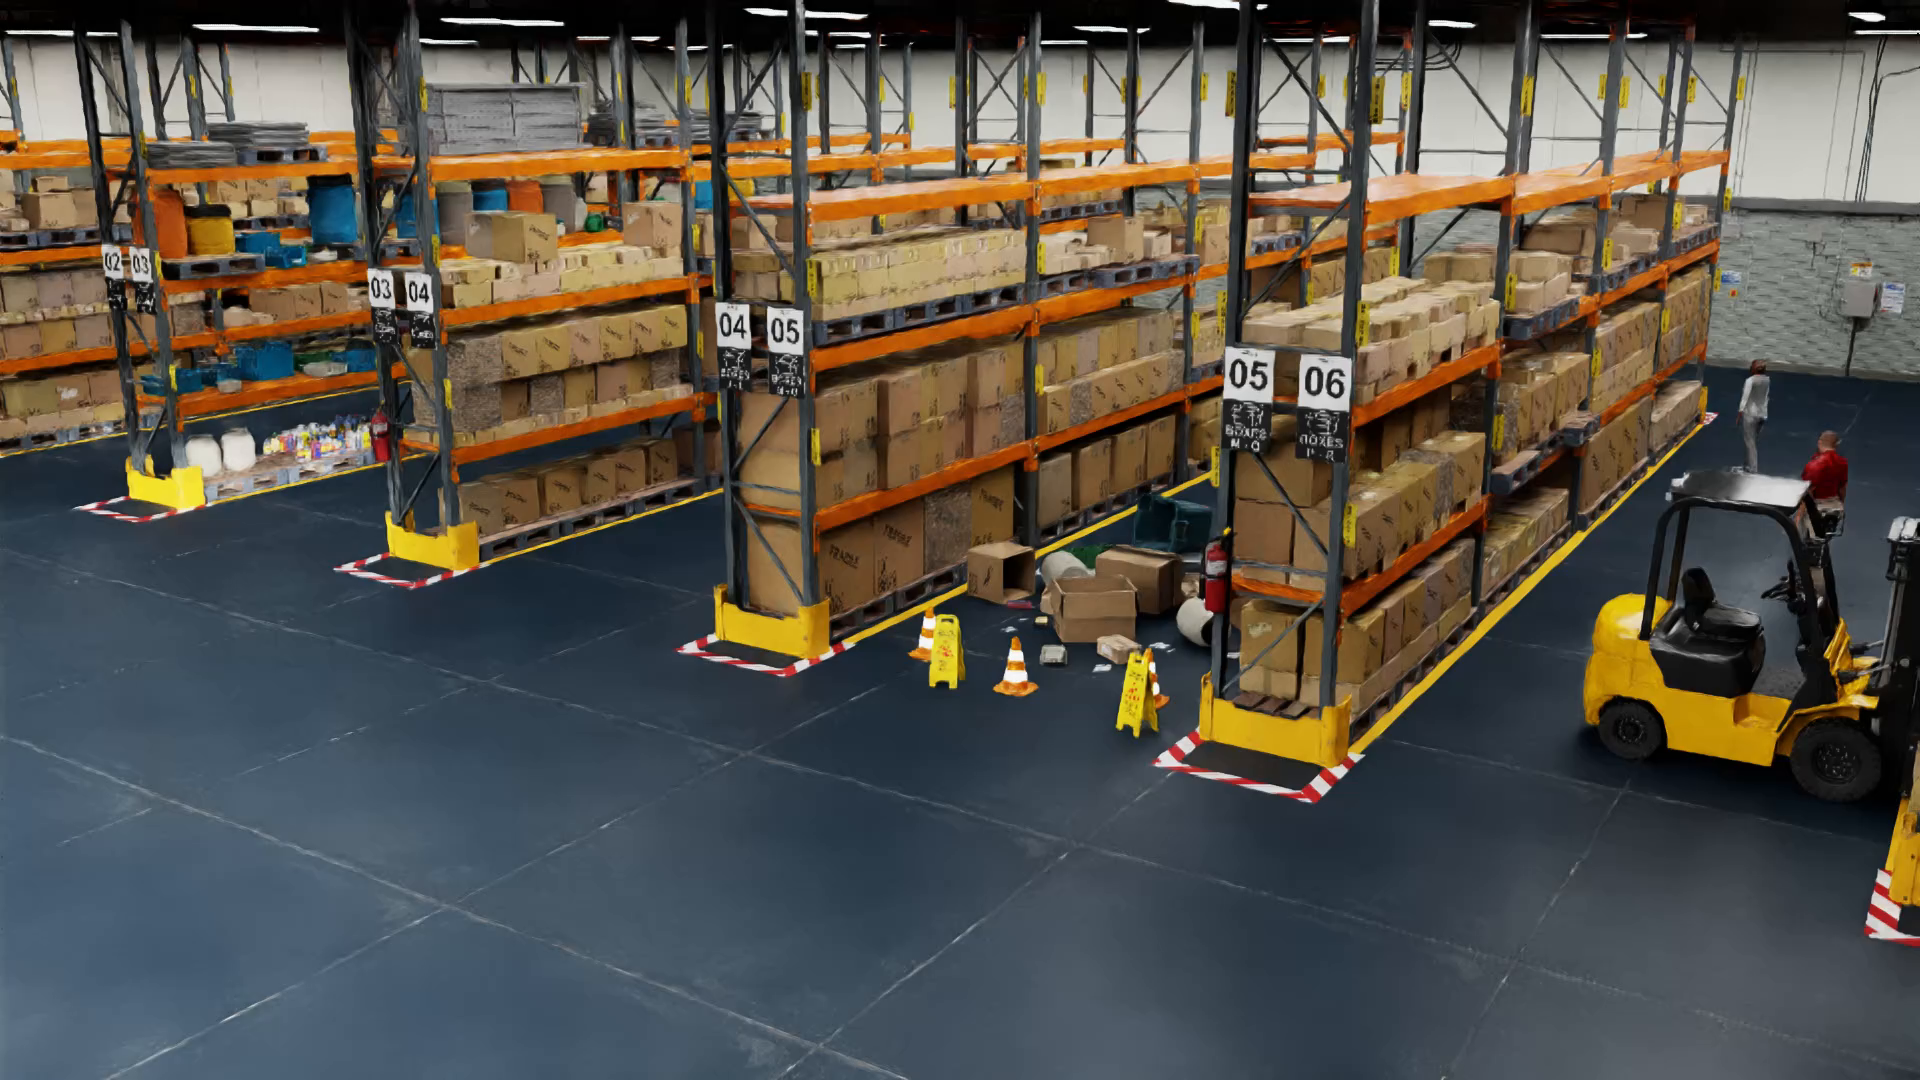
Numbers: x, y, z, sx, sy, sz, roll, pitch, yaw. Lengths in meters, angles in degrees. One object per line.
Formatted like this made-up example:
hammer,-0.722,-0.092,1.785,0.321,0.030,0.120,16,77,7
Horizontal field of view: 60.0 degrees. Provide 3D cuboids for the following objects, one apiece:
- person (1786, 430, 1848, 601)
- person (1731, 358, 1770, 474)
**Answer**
person,8.730,-0.278,16.968,0.669,1.712,0.584,-9,18,-30
person,10.508,-1.626,22.055,0.494,1.596,0.511,-8,17,-25
